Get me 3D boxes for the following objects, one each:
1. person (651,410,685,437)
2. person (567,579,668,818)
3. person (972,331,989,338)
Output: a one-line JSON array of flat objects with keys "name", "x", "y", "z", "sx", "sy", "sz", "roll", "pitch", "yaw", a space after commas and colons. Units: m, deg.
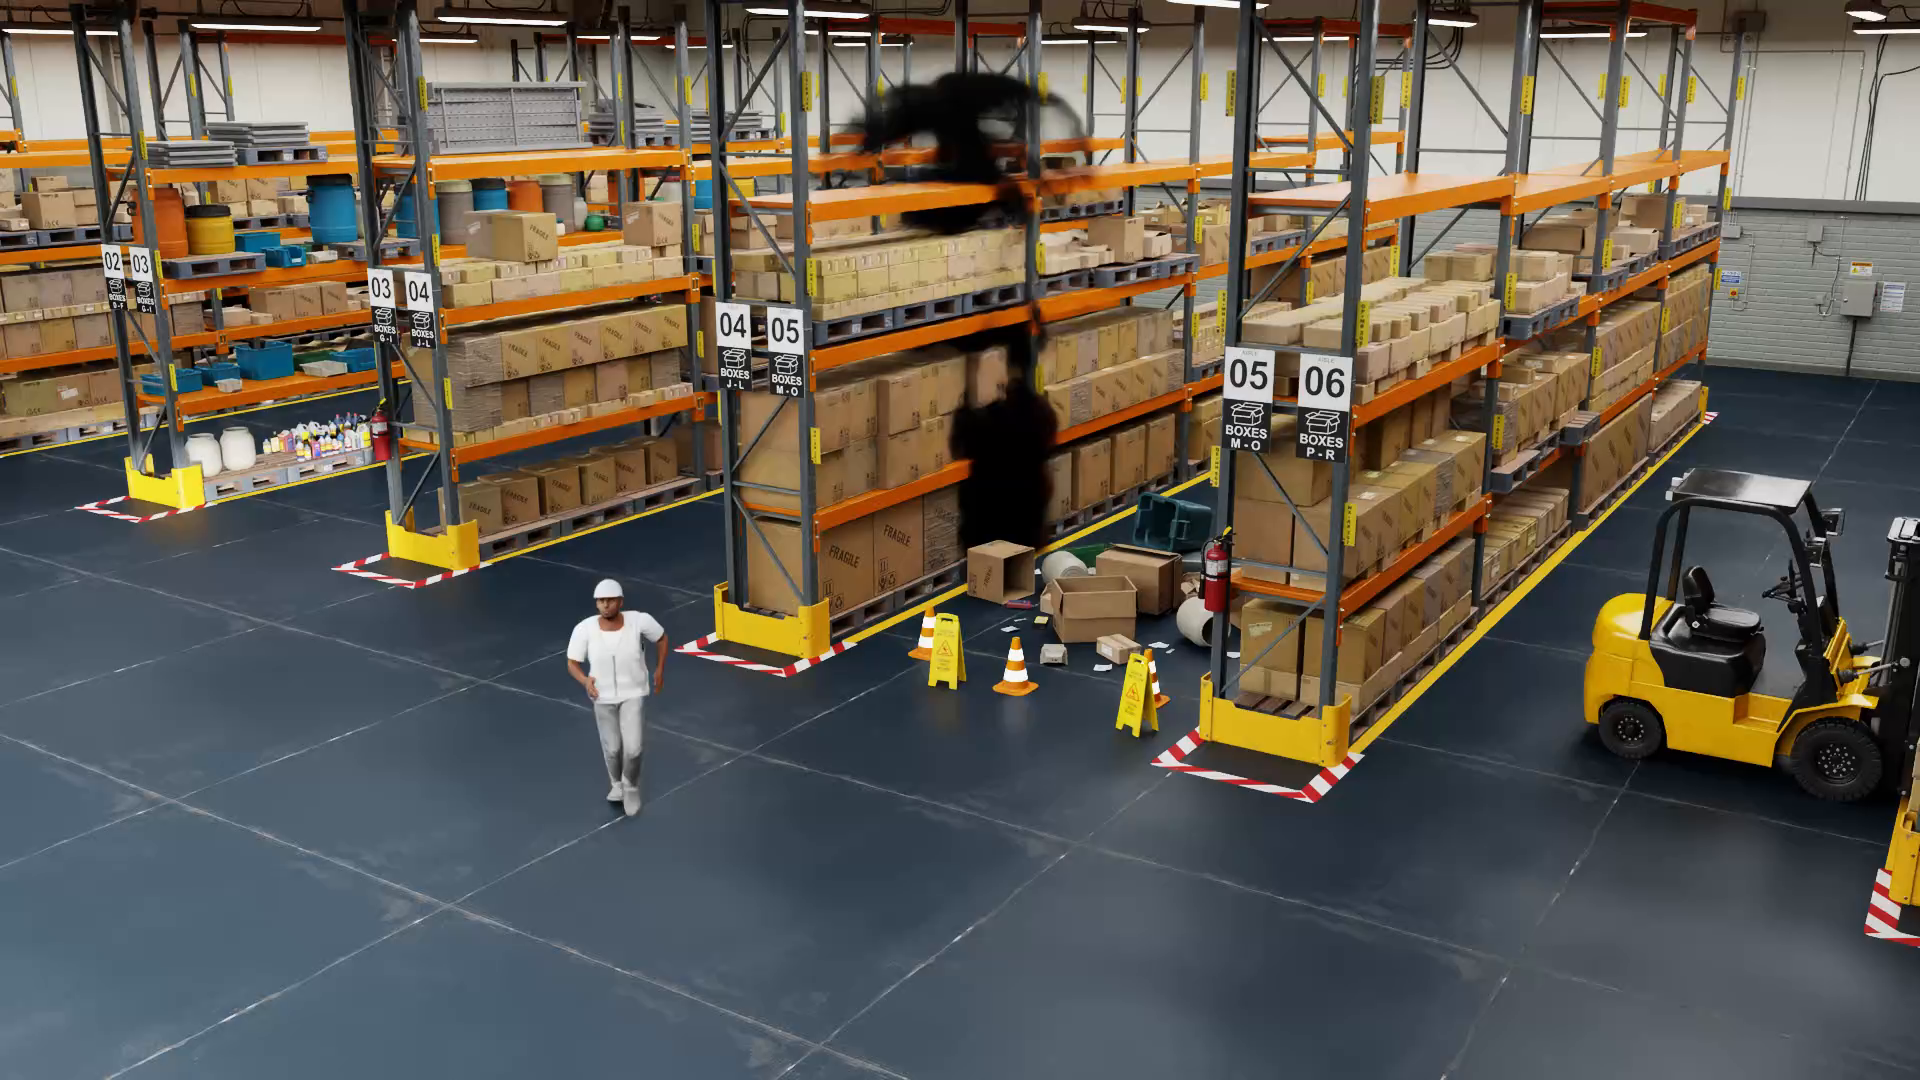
[{"name": "person", "x": -4.369, "y": -2.302, "z": 24.252, "sx": 0.715, "sy": 1.735, "sz": 0.812, "roll": 7, "pitch": 17, "yaw": 23}, {"name": "person", "x": -2.448, "y": 1.131, "z": 11.911, "sx": 0.699, "sy": 1.760, "sz": 0.665, "roll": -1, "pitch": 16, "yaw": -4}, {"name": "person", "x": 0.264, "y": -2.229, "z": 24.013, "sx": 0.613, "sy": 1.672, "sz": 0.941, "roll": 8, "pitch": 18, "yaw": 27}]
